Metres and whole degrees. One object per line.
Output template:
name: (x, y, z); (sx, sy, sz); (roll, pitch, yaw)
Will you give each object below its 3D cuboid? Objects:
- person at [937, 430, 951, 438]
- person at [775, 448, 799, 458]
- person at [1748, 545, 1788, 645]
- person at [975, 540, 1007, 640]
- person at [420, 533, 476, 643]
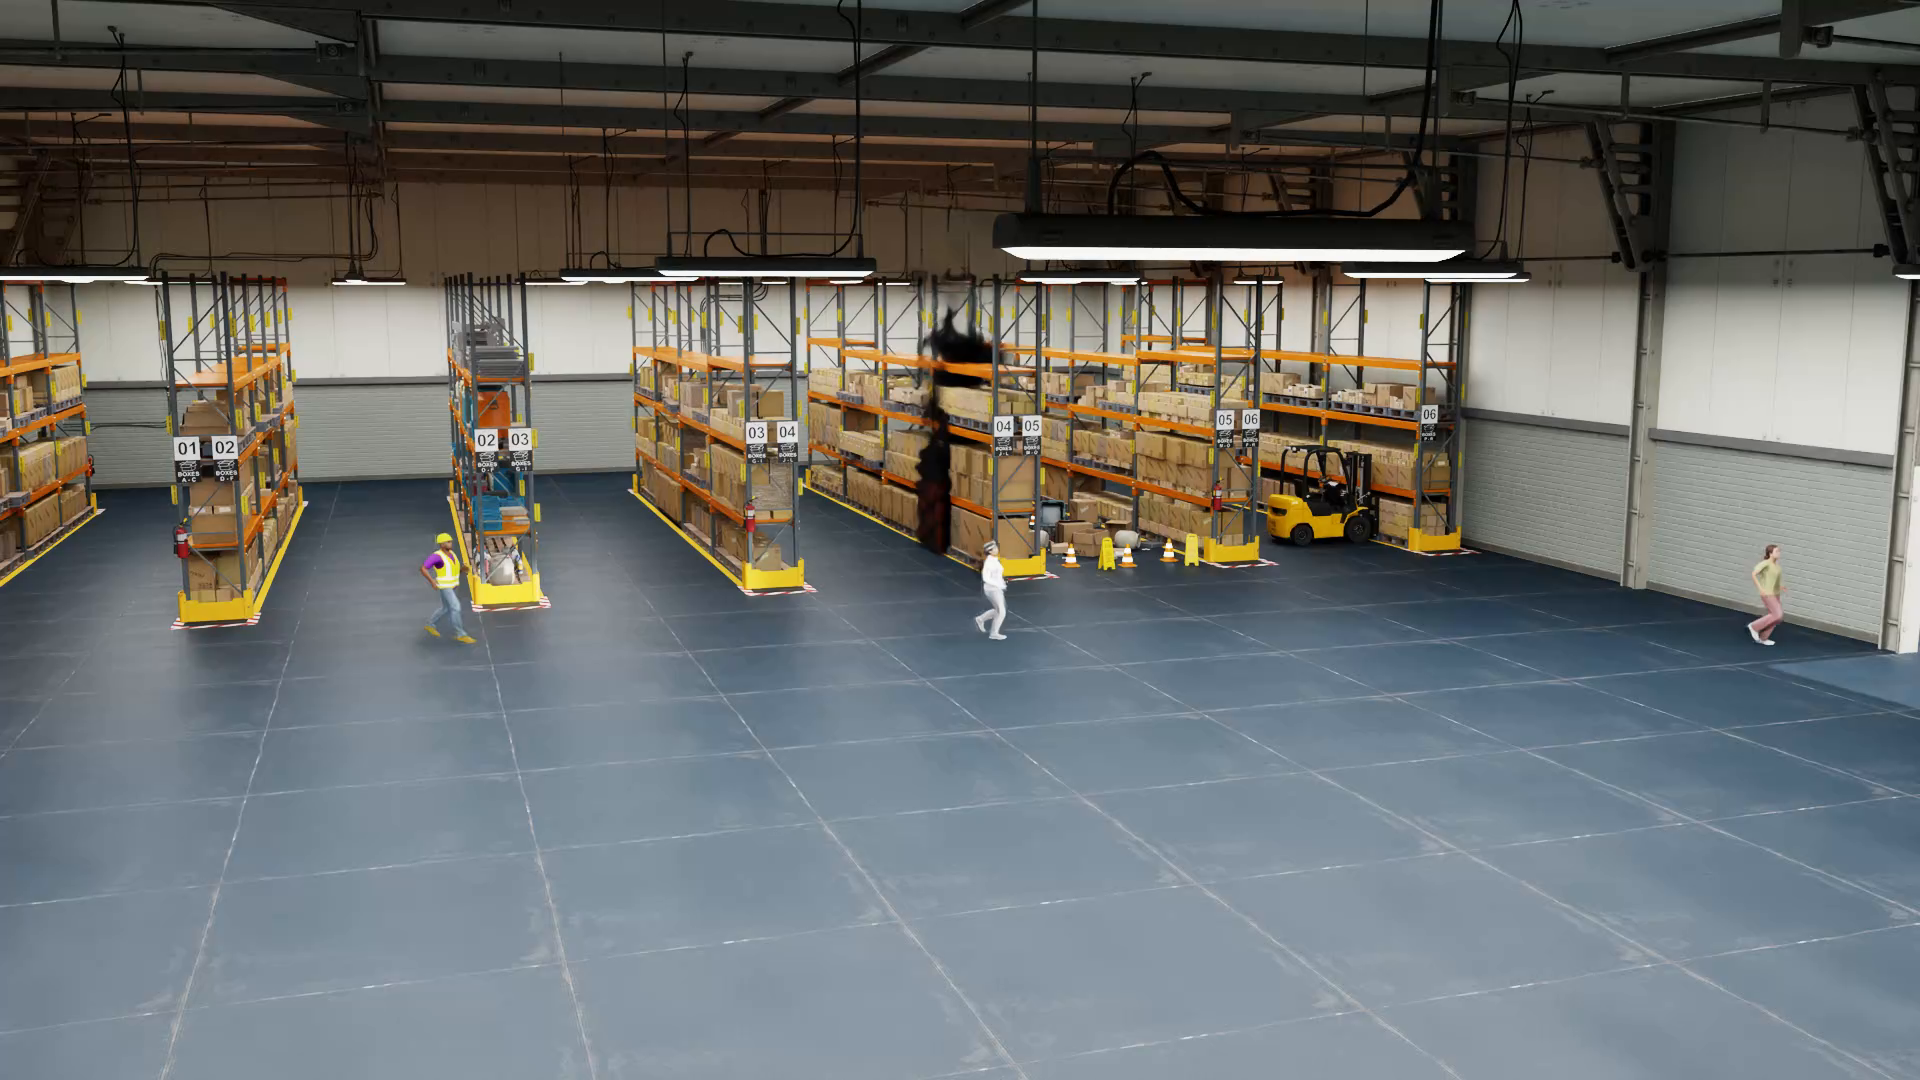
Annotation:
person: (-0.555, -2.833, 51.111); (0.688, 1.765, 0.772); (0, 9, 0)
person: (-4.729, -1.974, 45.372); (0.665, 1.767, 0.679); (-2, 9, -14)
person: (13.077, 0.884, 26.863); (0.592, 1.636, 0.516); (-6, 11, -35)
person: (0.514, 0.813, 27.260); (0.579, 1.641, 0.613); (2, 9, 11)
person: (-8.306, 0.767, 26.956); (0.963, 1.763, 0.704); (2, 9, 11)
